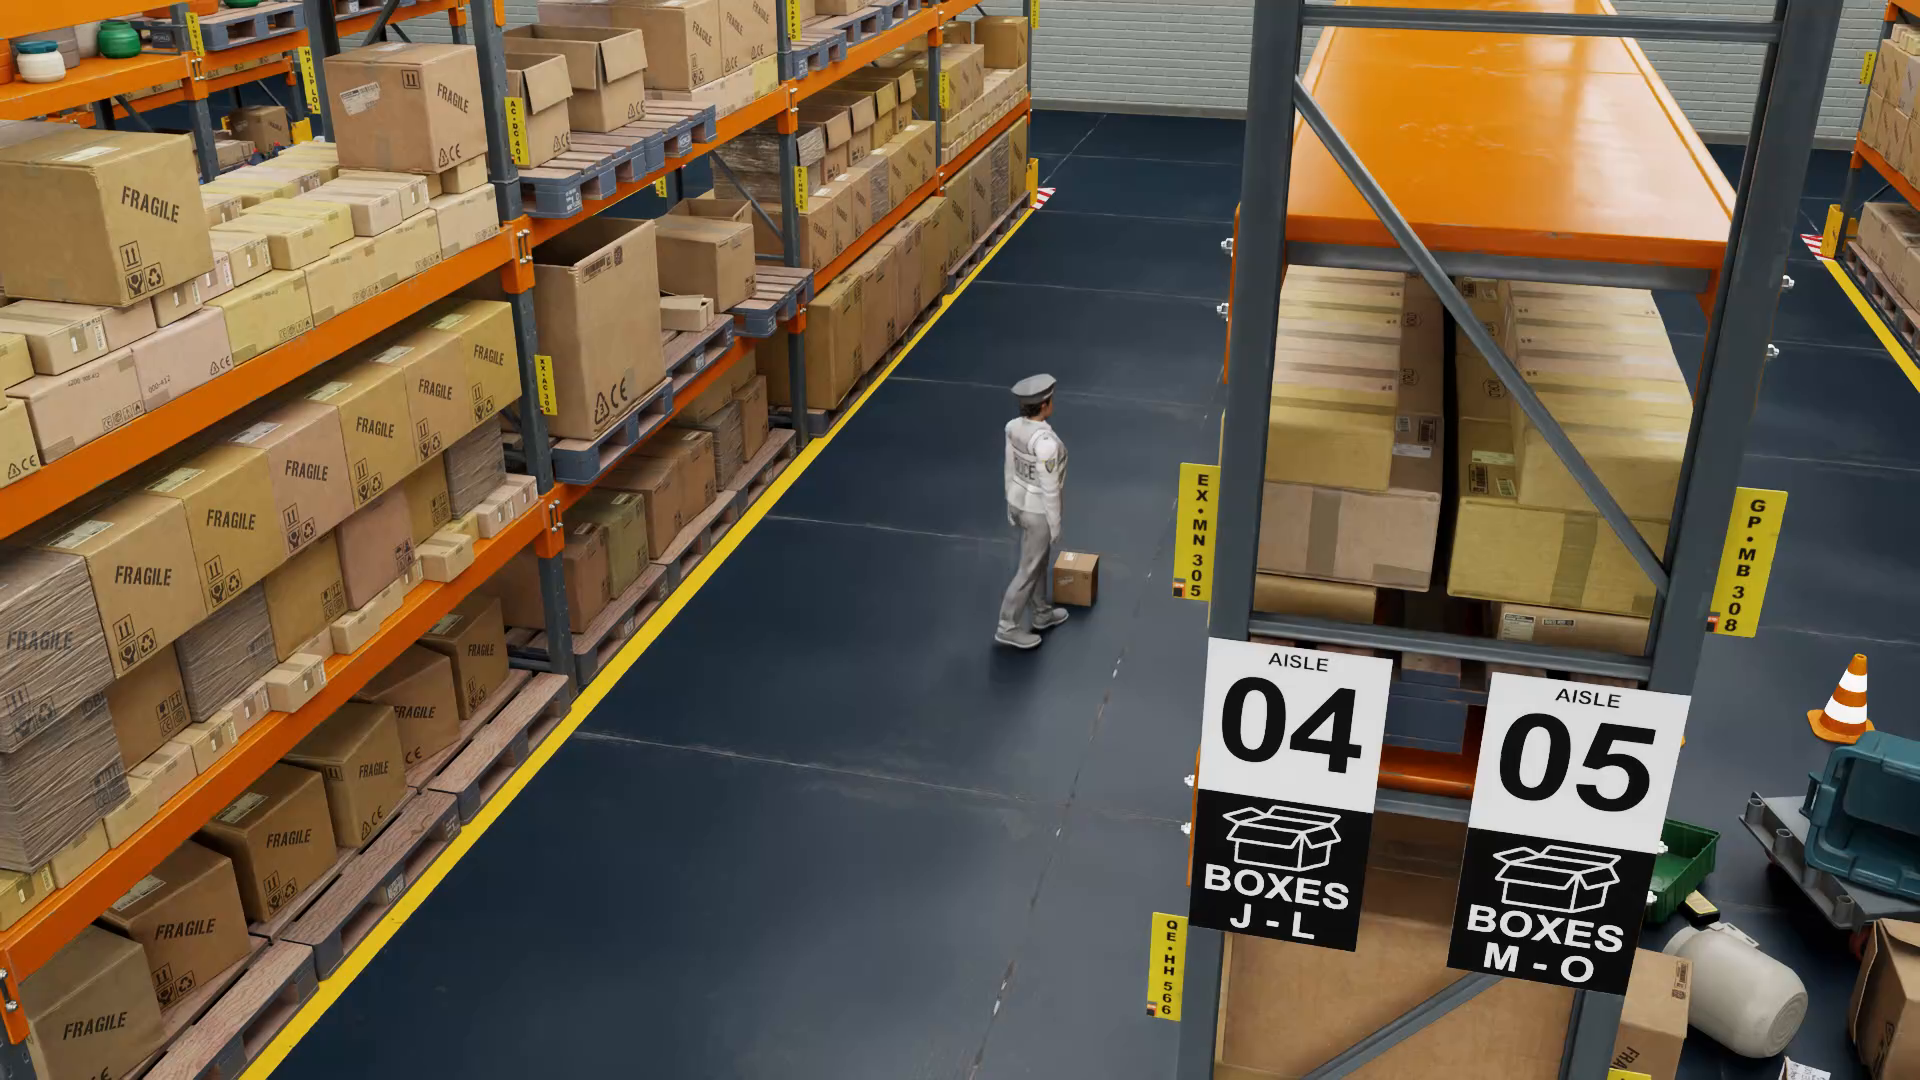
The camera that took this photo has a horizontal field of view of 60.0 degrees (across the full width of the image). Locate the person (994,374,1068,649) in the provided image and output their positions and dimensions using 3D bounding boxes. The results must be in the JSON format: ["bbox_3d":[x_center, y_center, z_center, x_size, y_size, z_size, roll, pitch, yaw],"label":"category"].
[{"bbox_3d":[0.459,-0.176,9.950,0.596,1.677,0.483,-12,28,-23],"label":"person"}]
